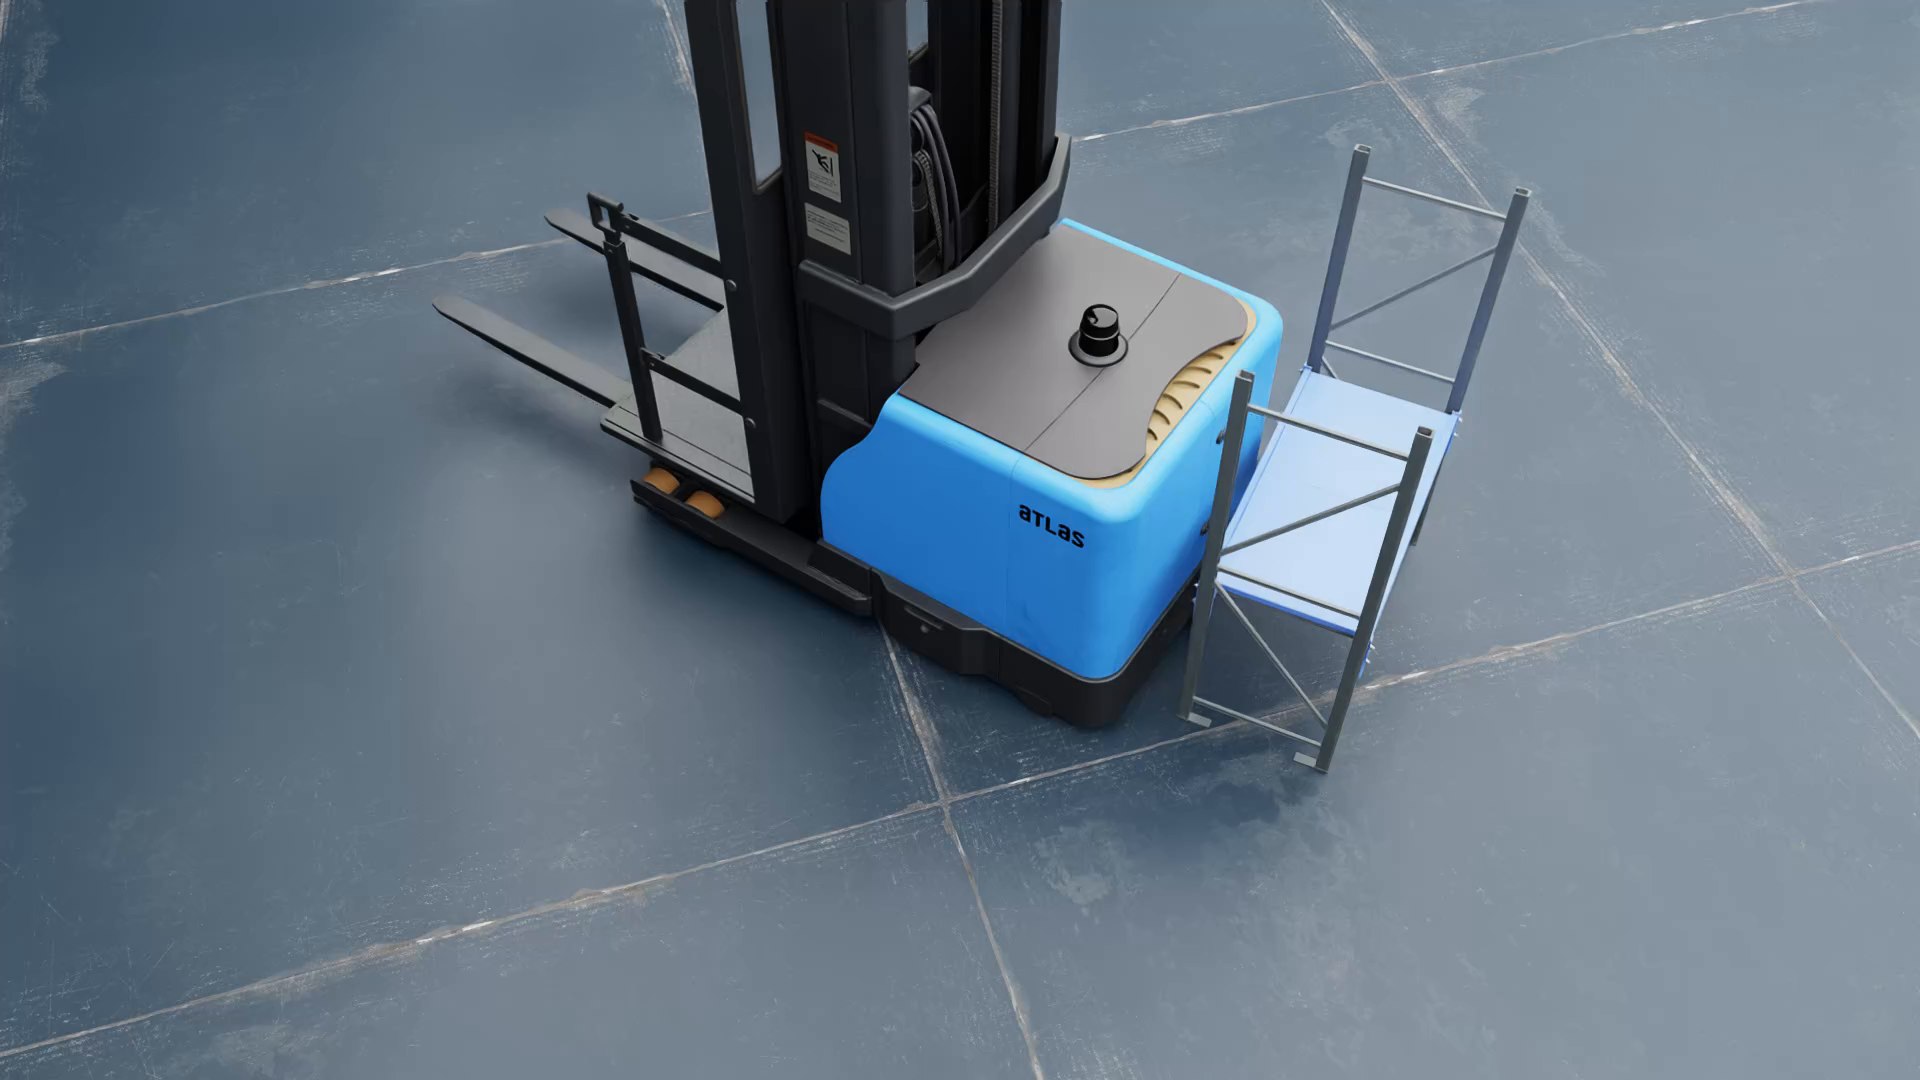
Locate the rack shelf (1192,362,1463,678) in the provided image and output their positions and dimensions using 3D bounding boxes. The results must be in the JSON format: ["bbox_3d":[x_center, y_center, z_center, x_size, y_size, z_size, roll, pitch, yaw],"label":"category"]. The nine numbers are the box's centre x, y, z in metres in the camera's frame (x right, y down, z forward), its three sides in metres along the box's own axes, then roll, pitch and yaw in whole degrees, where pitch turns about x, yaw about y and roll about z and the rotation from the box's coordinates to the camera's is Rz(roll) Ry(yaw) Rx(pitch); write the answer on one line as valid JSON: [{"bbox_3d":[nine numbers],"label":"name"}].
[{"bbox_3d":[1.134,-0.088,5.078,0.538,0.185,1.000,20,53,16],"label":"rack shelf"}]

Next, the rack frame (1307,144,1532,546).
[{"bbox_3d":[1.352,-0.555,5.237,0.500,1.500,0.032,20,53,16],"label":"rack frame"}]

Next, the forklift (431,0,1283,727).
[{"bbox_3d":[-0.532,-1.260,4.895,3.031,2.935,1.130,27,55,21],"label":"forklift"}]

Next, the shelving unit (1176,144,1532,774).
[{"bbox_3d":[1.134,-0.204,4.941,0.538,1.500,1.048,20,53,16],"label":"shelving unit"}]

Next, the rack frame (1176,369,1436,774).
[{"bbox_3d":[0.916,0.147,4.645,0.500,1.500,0.032,20,53,16],"label":"rack frame"}]
